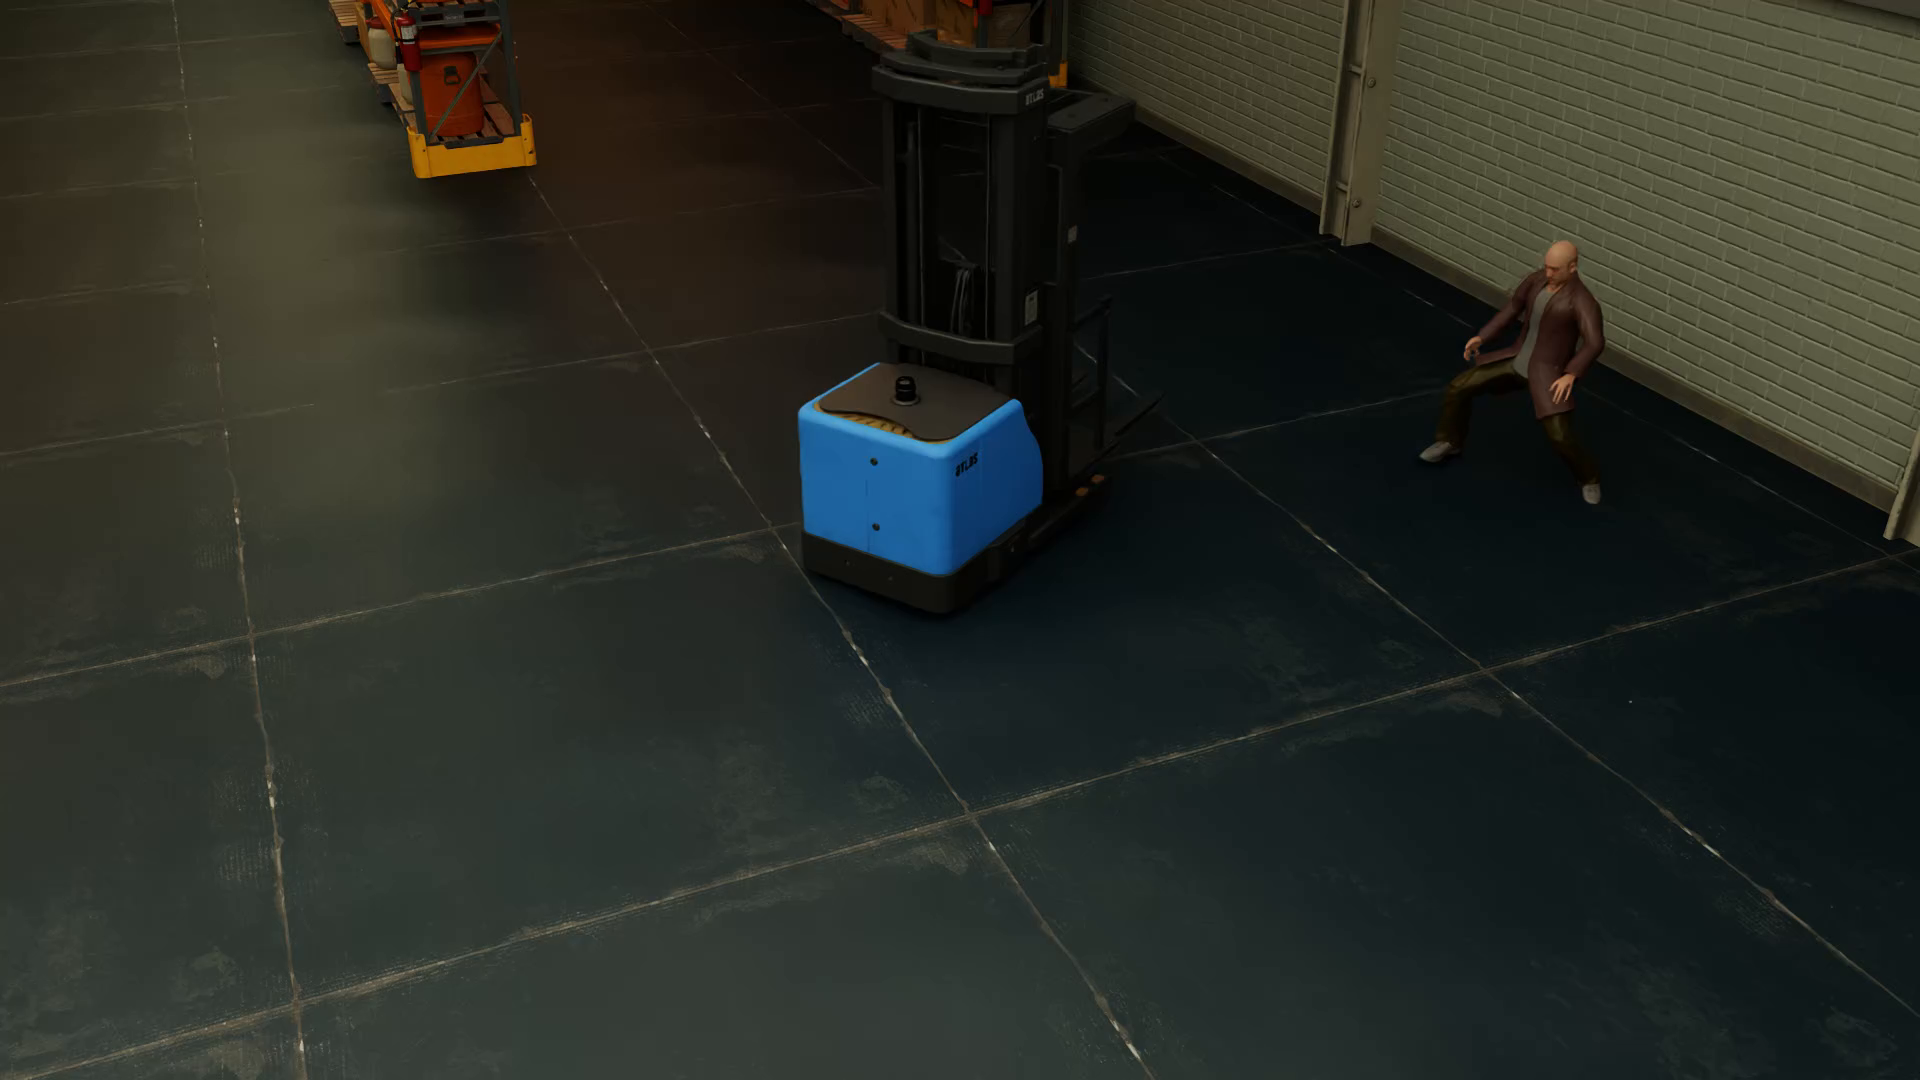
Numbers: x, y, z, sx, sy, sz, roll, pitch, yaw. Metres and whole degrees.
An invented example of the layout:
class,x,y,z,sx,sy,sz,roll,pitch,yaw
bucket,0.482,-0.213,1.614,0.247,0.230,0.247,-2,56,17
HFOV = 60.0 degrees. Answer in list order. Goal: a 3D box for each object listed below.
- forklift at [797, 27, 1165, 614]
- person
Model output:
class,x,y,z,sx,sy,sz,roll,pitch,yaw
forklift,0.304,-1.554,9.837,1.130,2.935,3.031,18,34,28
person,3.585,-1.062,10.367,0.920,1.636,1.022,-13,32,-21
